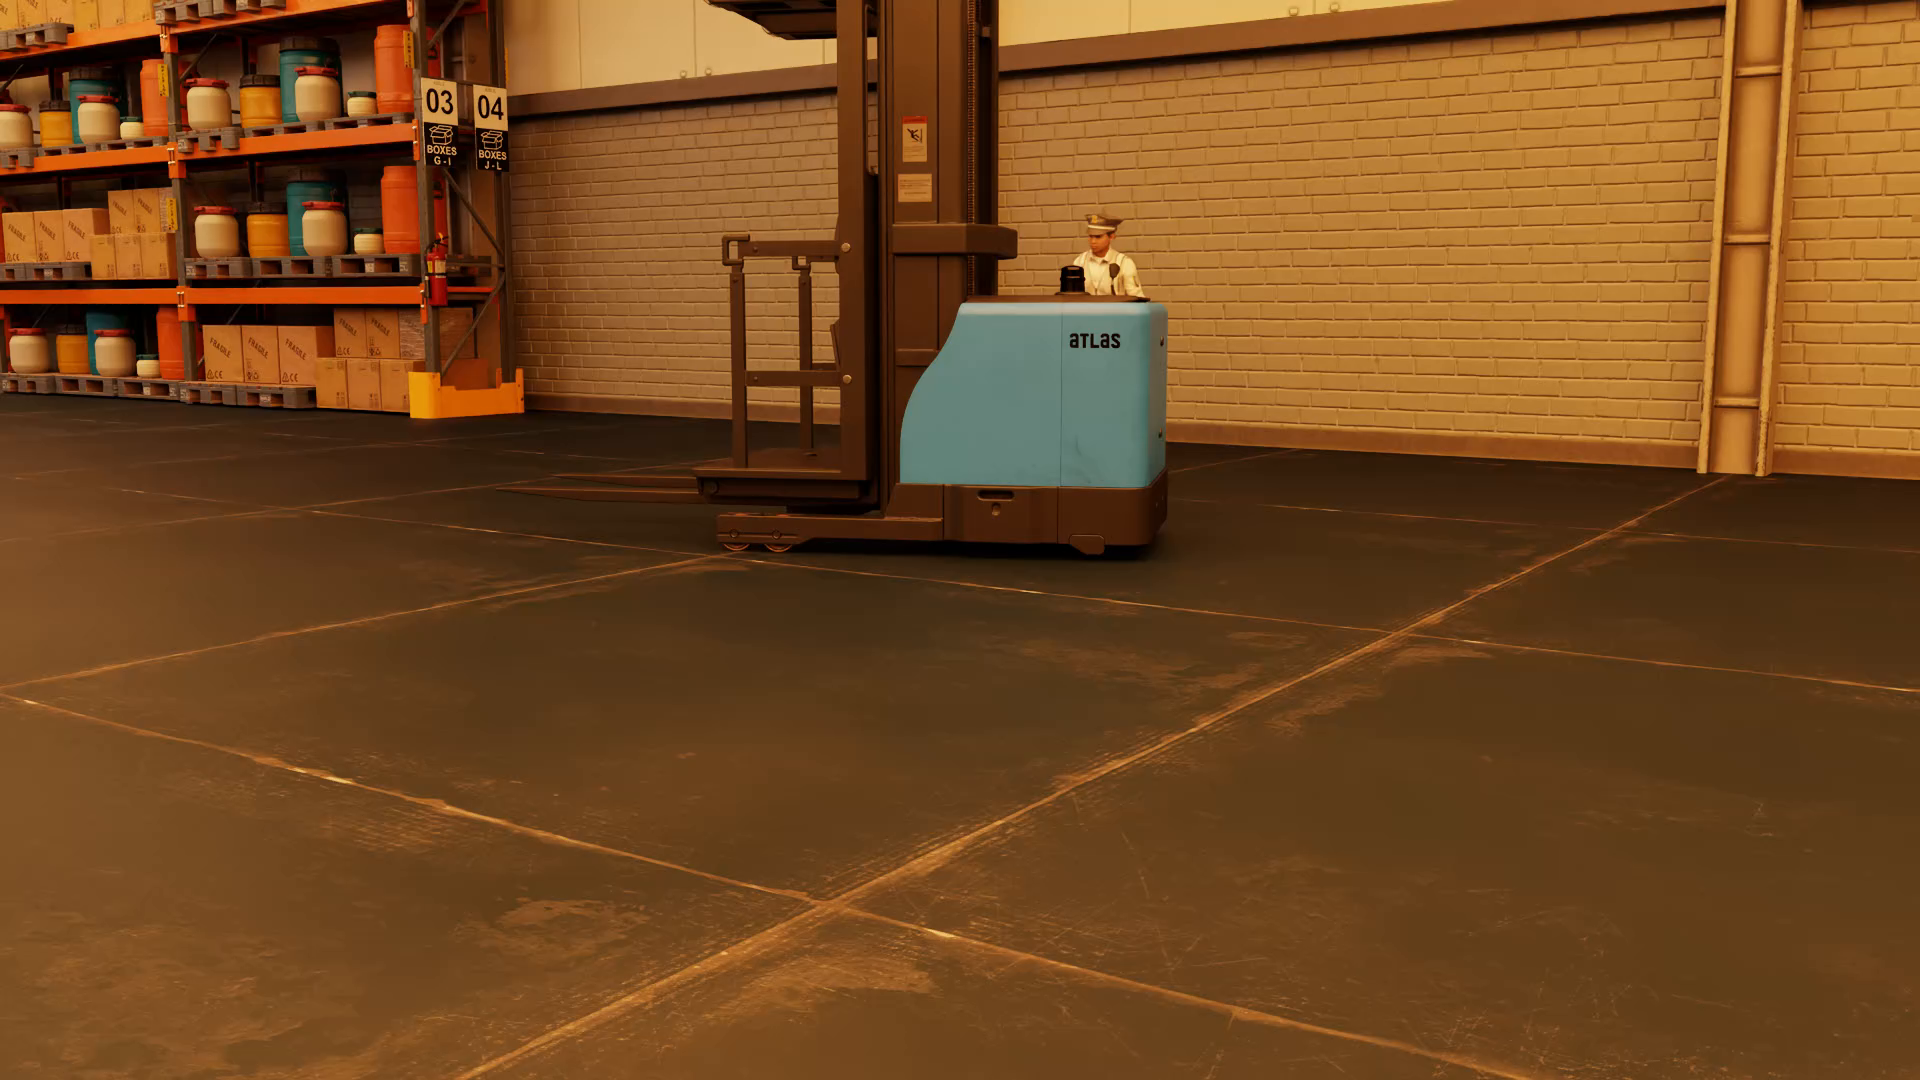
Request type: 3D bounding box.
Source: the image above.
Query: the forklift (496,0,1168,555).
[{"bbox_3d":[-0.596,-1.469,7.520,3.031,2.935,1.130,2,8,12],"label":"forklift"}]

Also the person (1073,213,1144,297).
[{"bbox_3d":[0.951,-1.344,11.163,0.633,1.670,0.417,3,9,19],"label":"person"}]
